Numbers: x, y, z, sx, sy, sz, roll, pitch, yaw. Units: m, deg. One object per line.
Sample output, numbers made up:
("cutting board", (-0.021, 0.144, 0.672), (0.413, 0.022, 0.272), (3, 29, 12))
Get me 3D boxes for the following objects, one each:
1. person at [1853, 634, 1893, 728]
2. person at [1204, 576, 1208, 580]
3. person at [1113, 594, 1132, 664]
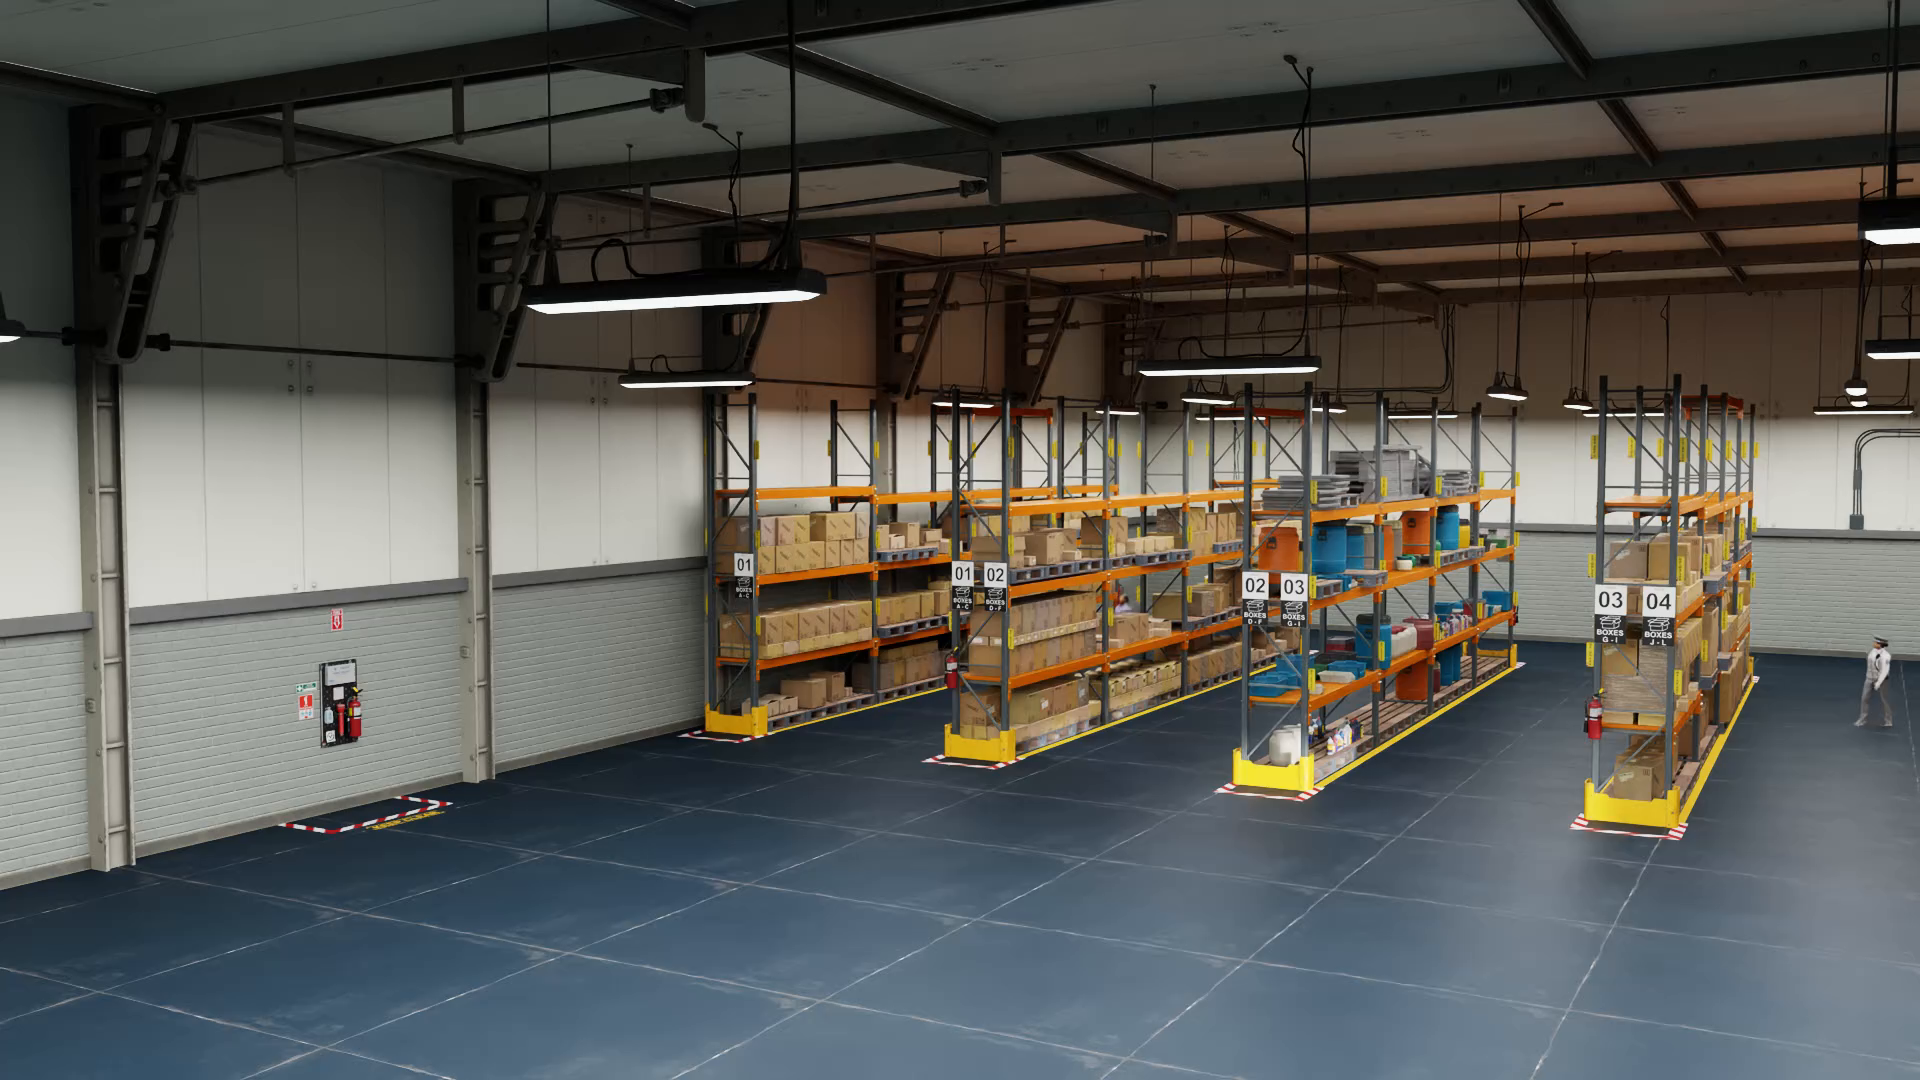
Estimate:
("person", (16.591, 2.557, 30.150), (0.532, 1.701, 0.550), (-1, 3, -26))
("person", (6.417, 1.801, 42.743), (0.581, 1.794, 0.416), (0, 3, 2))
("person", (3.655, 2.018, 37.741), (0.558, 1.597, 0.936), (2, 4, 33))
